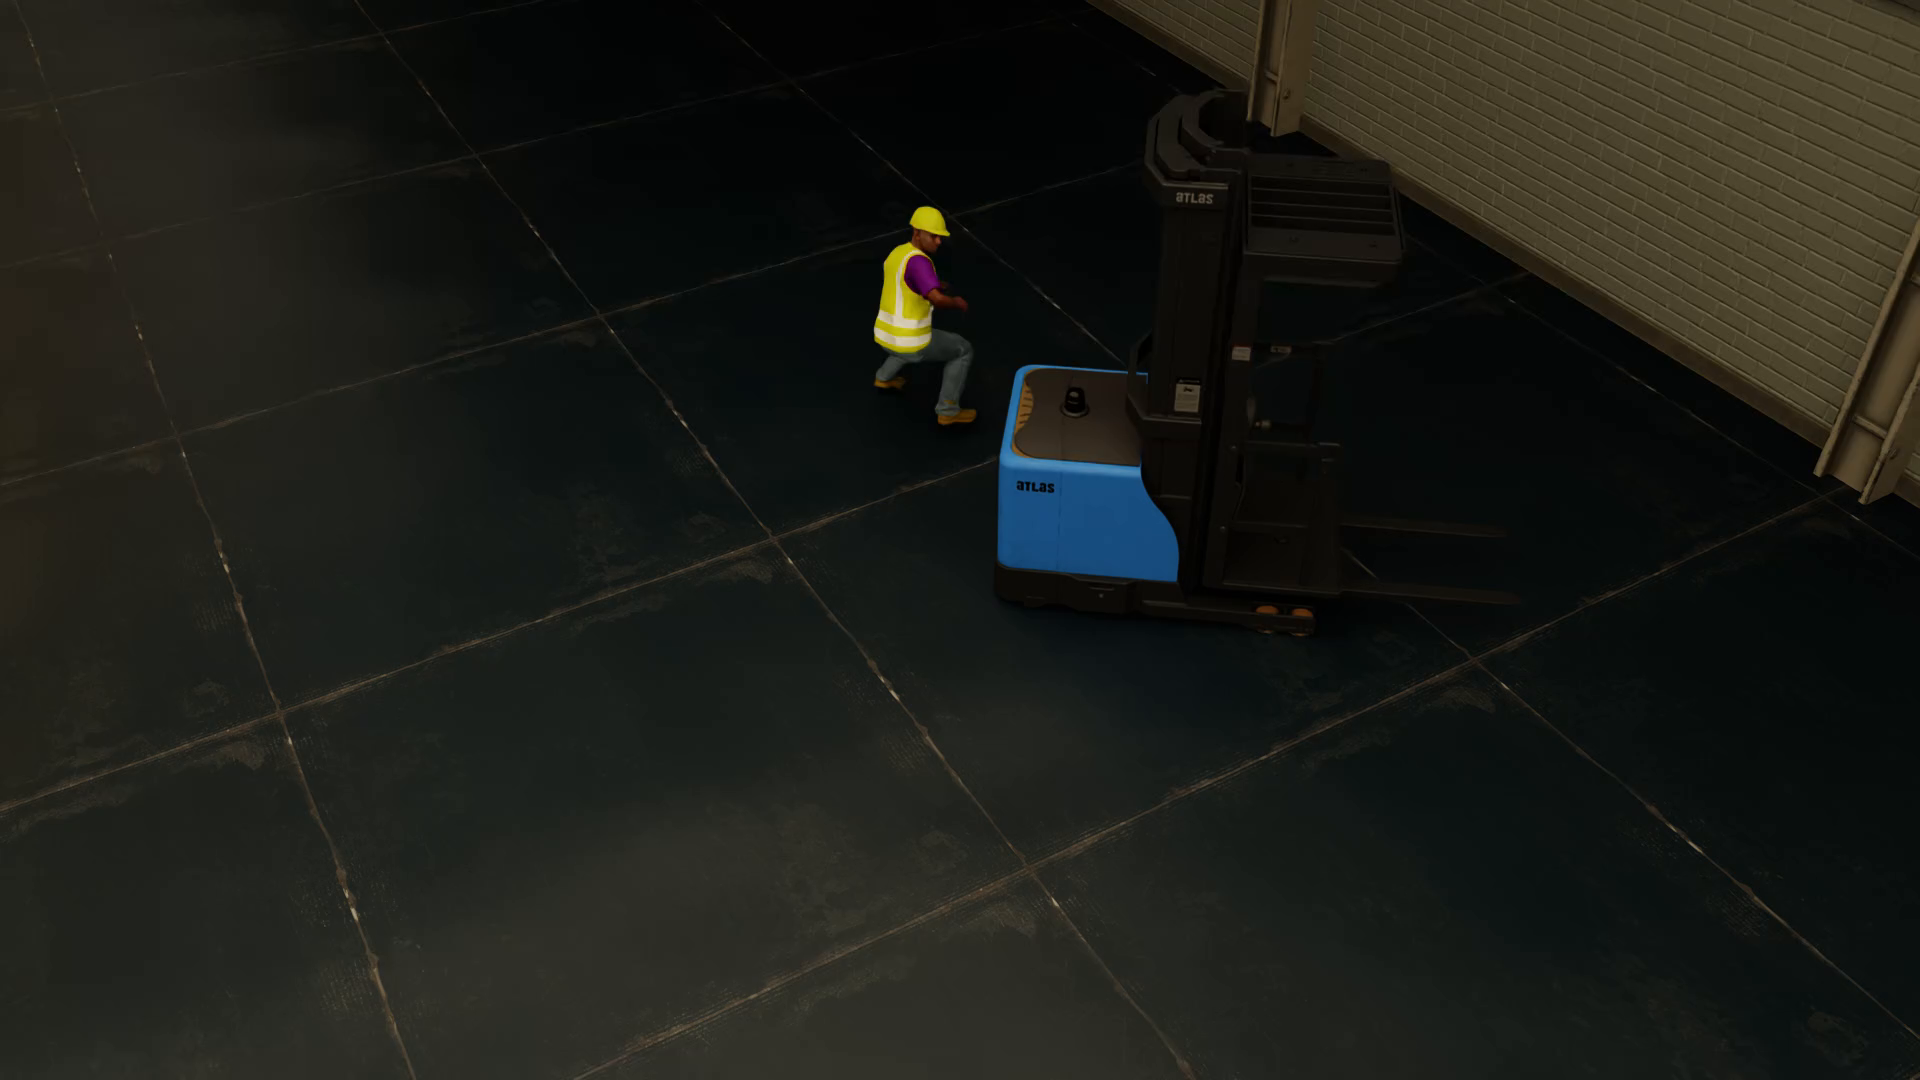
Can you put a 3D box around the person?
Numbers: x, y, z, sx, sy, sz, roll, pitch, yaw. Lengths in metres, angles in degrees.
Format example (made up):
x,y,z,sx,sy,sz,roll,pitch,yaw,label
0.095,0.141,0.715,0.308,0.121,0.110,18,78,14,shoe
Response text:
x,y,z,sx,sy,sz,roll,pitch,yaw,label
-0.192,-1.479,10.988,0.863,1.520,0.873,-25,46,-27,person

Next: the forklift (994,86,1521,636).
x,y,z,sx,sy,sz,roll,pitch,yaw,label
1.762,-0.931,9.159,3.031,2.935,1.130,5,40,6,forklift
